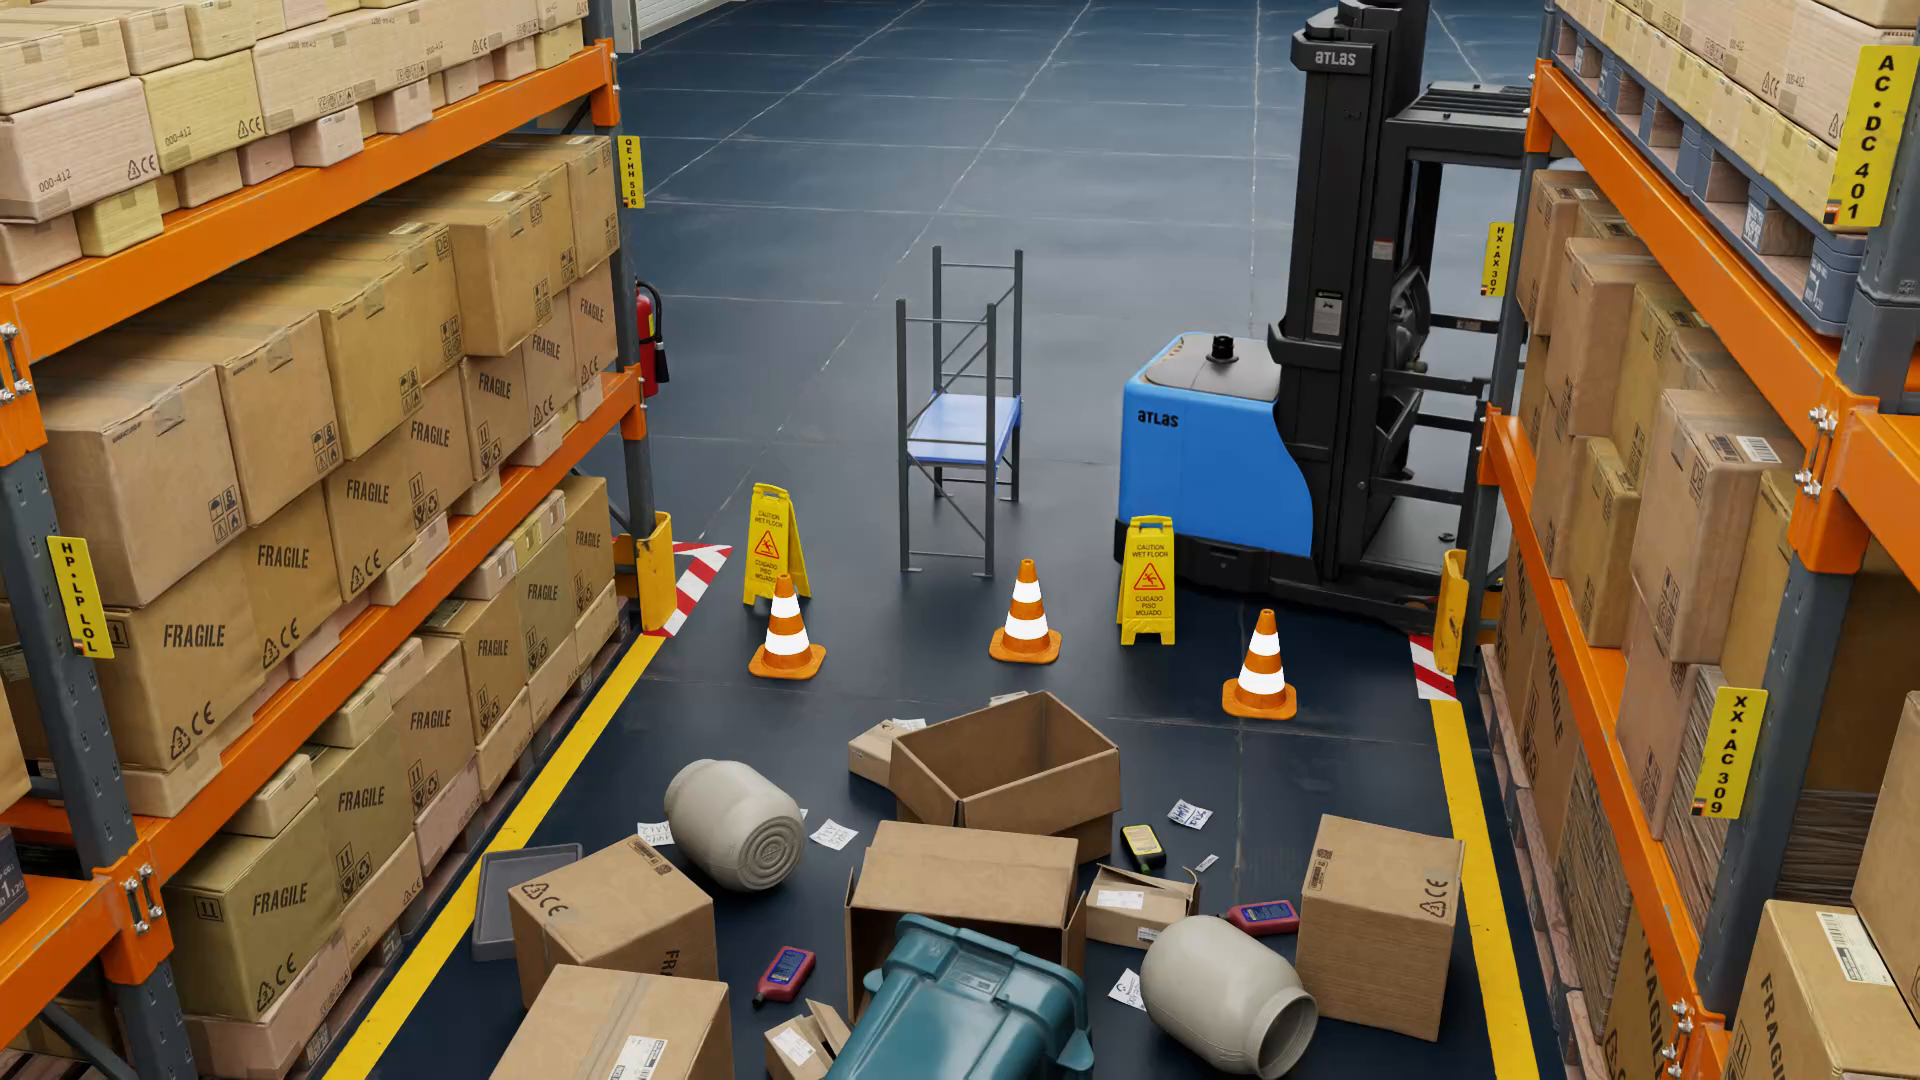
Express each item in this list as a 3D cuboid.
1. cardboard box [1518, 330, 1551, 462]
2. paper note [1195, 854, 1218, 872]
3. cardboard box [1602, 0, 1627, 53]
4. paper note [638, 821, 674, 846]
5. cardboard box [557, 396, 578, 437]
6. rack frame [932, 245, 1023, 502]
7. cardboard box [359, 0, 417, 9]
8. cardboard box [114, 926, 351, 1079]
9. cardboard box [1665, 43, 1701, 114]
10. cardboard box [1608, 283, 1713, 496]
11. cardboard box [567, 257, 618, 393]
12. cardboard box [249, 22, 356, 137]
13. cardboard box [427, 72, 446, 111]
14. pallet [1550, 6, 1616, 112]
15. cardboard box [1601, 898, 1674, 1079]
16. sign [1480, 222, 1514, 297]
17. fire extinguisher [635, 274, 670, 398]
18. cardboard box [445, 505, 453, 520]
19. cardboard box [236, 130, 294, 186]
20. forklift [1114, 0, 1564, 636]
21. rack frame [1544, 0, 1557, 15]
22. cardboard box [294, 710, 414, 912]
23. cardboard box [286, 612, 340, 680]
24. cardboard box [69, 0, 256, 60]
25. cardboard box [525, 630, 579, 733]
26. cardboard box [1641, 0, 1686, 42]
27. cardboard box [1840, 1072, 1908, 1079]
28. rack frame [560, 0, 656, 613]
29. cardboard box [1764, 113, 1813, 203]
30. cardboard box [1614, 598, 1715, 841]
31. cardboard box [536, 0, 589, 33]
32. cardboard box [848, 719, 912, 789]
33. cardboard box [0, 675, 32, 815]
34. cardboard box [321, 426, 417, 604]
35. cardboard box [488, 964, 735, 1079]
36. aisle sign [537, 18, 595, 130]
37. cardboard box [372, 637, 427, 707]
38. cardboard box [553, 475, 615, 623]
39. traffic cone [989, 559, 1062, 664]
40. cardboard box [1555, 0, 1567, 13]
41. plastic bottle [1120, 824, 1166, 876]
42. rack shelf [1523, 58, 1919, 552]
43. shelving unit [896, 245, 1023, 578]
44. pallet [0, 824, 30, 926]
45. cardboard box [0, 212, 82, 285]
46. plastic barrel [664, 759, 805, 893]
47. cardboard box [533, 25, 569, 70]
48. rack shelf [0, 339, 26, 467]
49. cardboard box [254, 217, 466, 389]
[{"bbox_3d":[2.852,-0.653,6.929,0.875,0.550,0.550,4,25,9],"label":"cardboard box"},{"bbox_3d":[0.969,1.269,6.528,0.032,0.001,0.123,19,31,35],"label":"paper note"},{"bbox_3d":[2.331,-1.680,5.445,0.380,0.149,0.250,4,25,9],"label":"cardboard box"},{"bbox_3d":[-1.225,1.178,6.696,0.142,0.019,0.148,-5,25,-10],"label":"paper note"},{"bbox_3d":[-1.877,-0.539,7.161,0.380,0.149,0.250,4,25,8],"label":"cardboard box"},{"bbox_3d":[0.097,-0.928,9.462,0.500,1.500,0.032,4,25,9],"label":"rack frame"},{"bbox_3d":[-2.013,-1.844,5.469,0.380,0.149,0.250,5,25,10],"label":"cardboard box"},{"bbox_3d":[-2.323,1.456,5.349,0.500,0.250,0.500,3,25,6],"label":"cardboard box"},{"bbox_3d":[2.165,-1.258,4.544,0.380,0.149,0.250,4,25,8],"label":"cardboard box"},{"bbox_3d":[2.586,-0.456,5.235,0.875,0.550,0.500,4,25,9],"label":"cardboard box"},{"bbox_3d":[-1.849,-0.978,7.332,0.500,0.500,0.500,4,25,8],"label":"cardboard box"},{"bbox_3d":[-2.174,-1.386,4.961,0.500,0.250,0.500,4,25,9],"label":"cardboard box"},{"bbox_3d":[-2.051,-1.586,5.859,0.380,0.149,0.250,3,25,7],"label":"cardboard box"},{"bbox_3d":[2.757,-1.751,6.018,1.003,0.211,1.213,4,25,9],"label":"pallet"},{"bbox_3d":[2.386,1.444,4.638,0.875,0.875,0.875,4,25,9],"label":"cardboard box"},{"bbox_3d":[2.321,-1.212,7.187,0.100,0.325,0.005,4,25,9],"label":"sign"},{"bbox_3d":[-1.559,-1.025,7.992,0.296,0.674,0.183,4,25,9],"label":"fire extinguisher"},{"bbox_3d":[-2.151,-0.121,6.266,0.380,0.149,0.250,4,25,9],"label":"cardboard box"},{"bbox_3d":[-2.229,-1.159,4.946,0.380,0.149,0.250,3,25,7],"label":"cardboard box"},{"bbox_3d":[2.380,-1.075,8.089,3.031,2.935,1.130,11,27,22],"label":"forklift"},{"bbox_3d":[2.868,-3.460,6.028,1.000,3.000,0.127,4,25,9],"label":"rack frame"},{"bbox_3d":[-2.247,0.892,5.670,0.500,0.500,0.500,5,26,11],"label":"cardboard box"},{"bbox_3d":[-2.240,0.310,5.346,0.380,0.149,0.250,5,26,10],"label":"cardboard box"},{"bbox_3d":[-2.177,-1.415,4.551,0.380,0.149,0.250,4,25,8],"label":"cardboard box"},{"bbox_3d":[-1.991,0.584,7.212,0.500,0.250,0.500,4,25,9],"label":"cardboard box"},{"bbox_3d":[2.290,-1.587,4.776,0.500,0.250,0.500,4,25,8],"label":"cardboard box"},{"bbox_3d":[1.781,1.297,2.823,0.500,0.500,0.500,4,25,9],"label":"cardboard box"},{"bbox_3d":[-2.032,-1.044,7.942,1.000,3.000,0.127,4,25,9],"label":"rack frame"},{"bbox_3d":[1.999,-0.830,3.630,0.380,0.149,0.250,4,25,9],"label":"cardboard box"},{"bbox_3d":[2.330,0.475,4.520,0.875,0.550,0.550,4,25,9],"label":"cardboard box"},{"bbox_3d":[-1.850,-2.237,6.778,0.500,0.250,0.500,4,25,8],"label":"cardboard box"},{"bbox_3d":[-0.253,0.935,7.077,0.380,0.149,0.250,19,31,35],"label":"cardboard box"},{"bbox_3d":[-2.535,0.468,3.748,0.500,0.500,0.500,4,25,8],"label":"cardboard box"},{"bbox_3d":[-2.185,-0.136,5.534,0.500,0.500,0.500,4,25,8],"label":"cardboard box"},{"bbox_3d":[-0.925,1.529,4.501,0.500,0.500,0.500,4,25,9],"label":"cardboard box"},{"bbox_3d":[-1.736,-2.227,7.403,0.394,0.787,0.004,4,25,9],"label":"aisle sign"},{"bbox_3d":[-2.120,0.447,5.856,0.380,0.149,0.250,5,26,12],"label":"cardboard box"},{"bbox_3d":[-1.906,0.025,7.522,0.500,0.500,0.500,4,25,9],"label":"cardboard box"},{"bbox_3d":[0.321,0.309,8.044,0.336,0.463,0.334,4,25,9],"label":"traffic cone"},{"bbox_3d":[2.496,-2.102,6.348,0.380,0.149,0.250,4,25,9],"label":"cardboard box"},{"bbox_3d":[0.732,1.226,6.559,0.133,0.061,0.283,-5,25,-10],"label":"plastic bottle"},{"bbox_3d":[2.541,-0.939,5.029,1.077,0.370,4.000,4,25,9],"label":"rack shelf"},{"bbox_3d":[0.014,-0.715,9.008,0.538,1.500,1.048,4,25,9],"label":"shelving unit"},{"bbox_3d":[-2.954,1.026,3.747,1.003,0.211,1.213,4,25,9],"label":"pallet"},{"bbox_3d":[-2.390,-0.730,4.030,0.380,0.149,0.250,4,25,8],"label":"cardboard box"},{"bbox_3d":[-0.876,1.092,6.418,0.421,0.421,0.512,-20,32,-36],"label":"plastic barrel"},{"bbox_3d":[-1.823,-2.014,6.772,0.380,0.149,0.250,4,25,9],"label":"cardboard box"},{"bbox_3d":[-3.013,0.433,2.097,1.077,0.370,4.000,4,25,9],"label":"rack shelf"},{"bbox_3d":[-2.191,-0.817,5.810,0.700,0.500,0.500,4,25,8],"label":"cardboard box"}]
